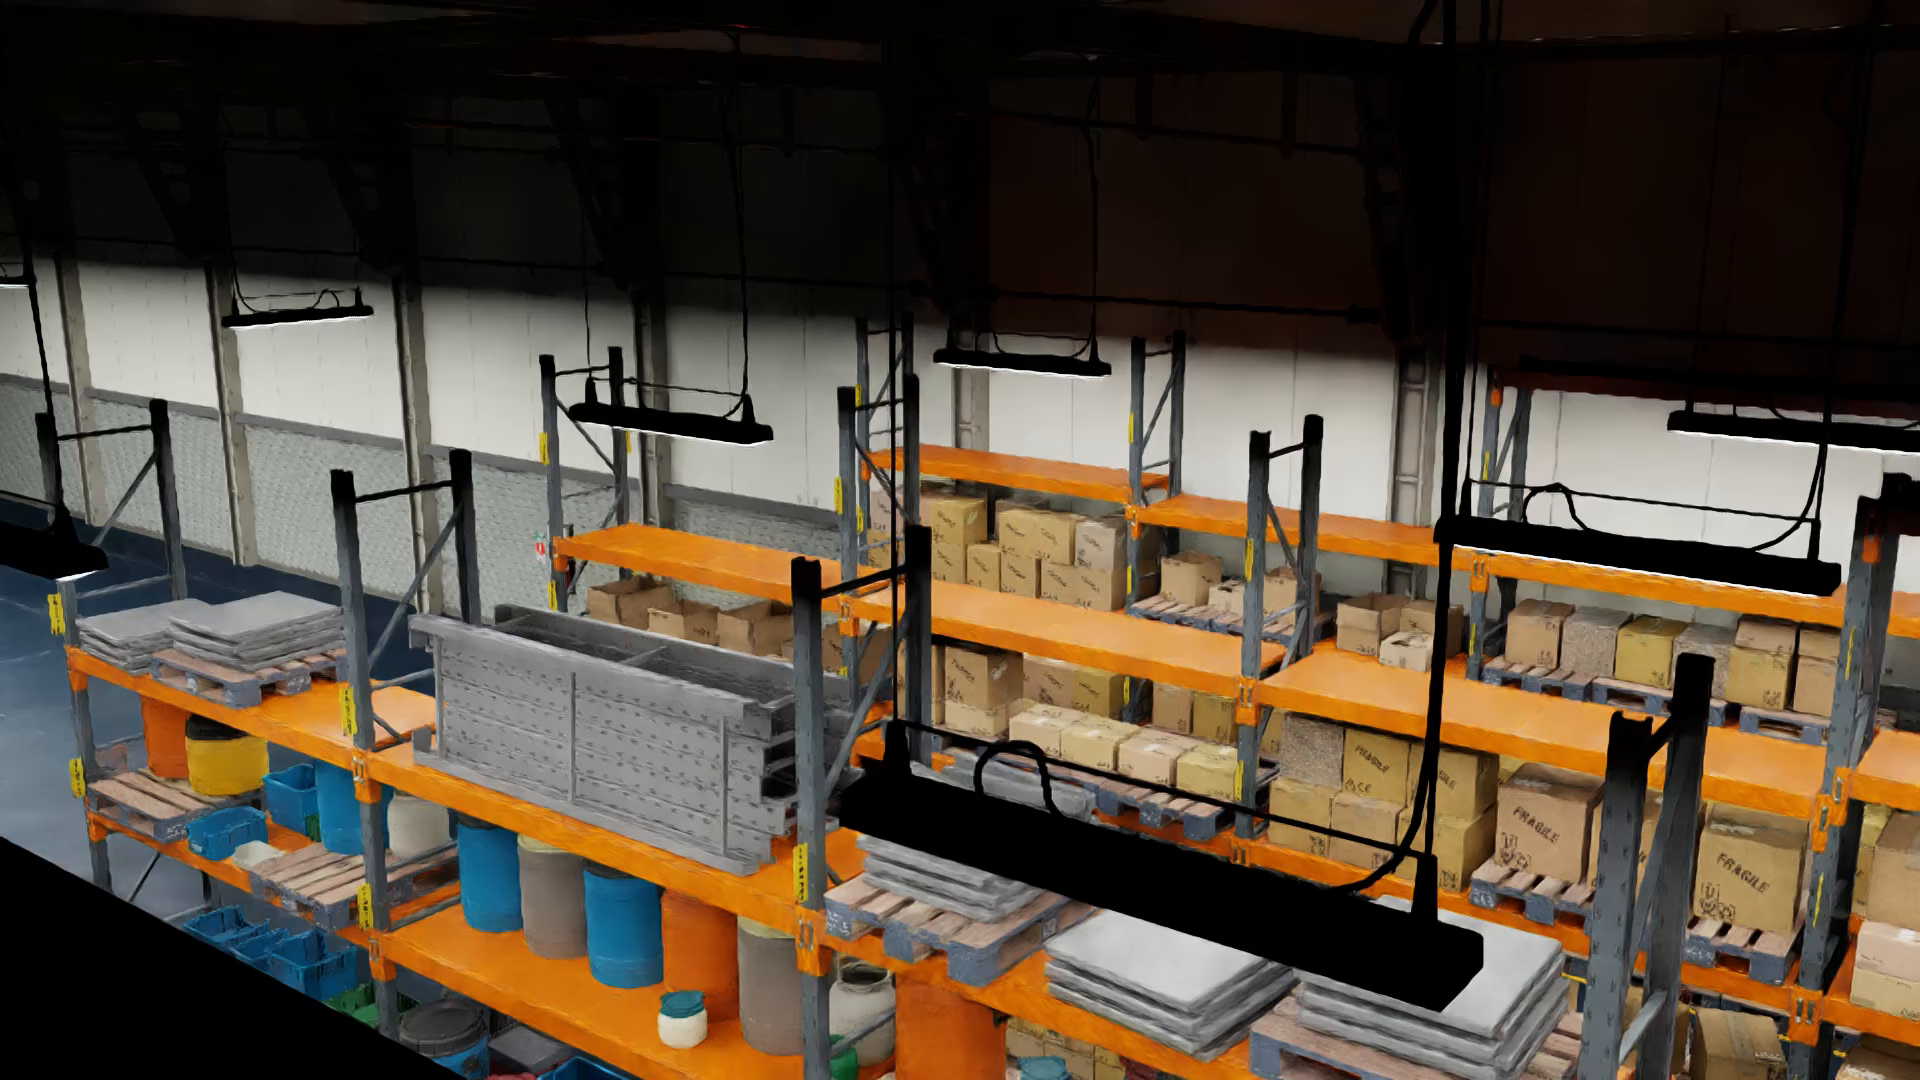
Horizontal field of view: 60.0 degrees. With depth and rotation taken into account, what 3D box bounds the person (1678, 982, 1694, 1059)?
[{"bbox_3d":[5.680,4.263,13.301,0.527,1.592,0.523,-5,14,-20],"label":"person"}]
